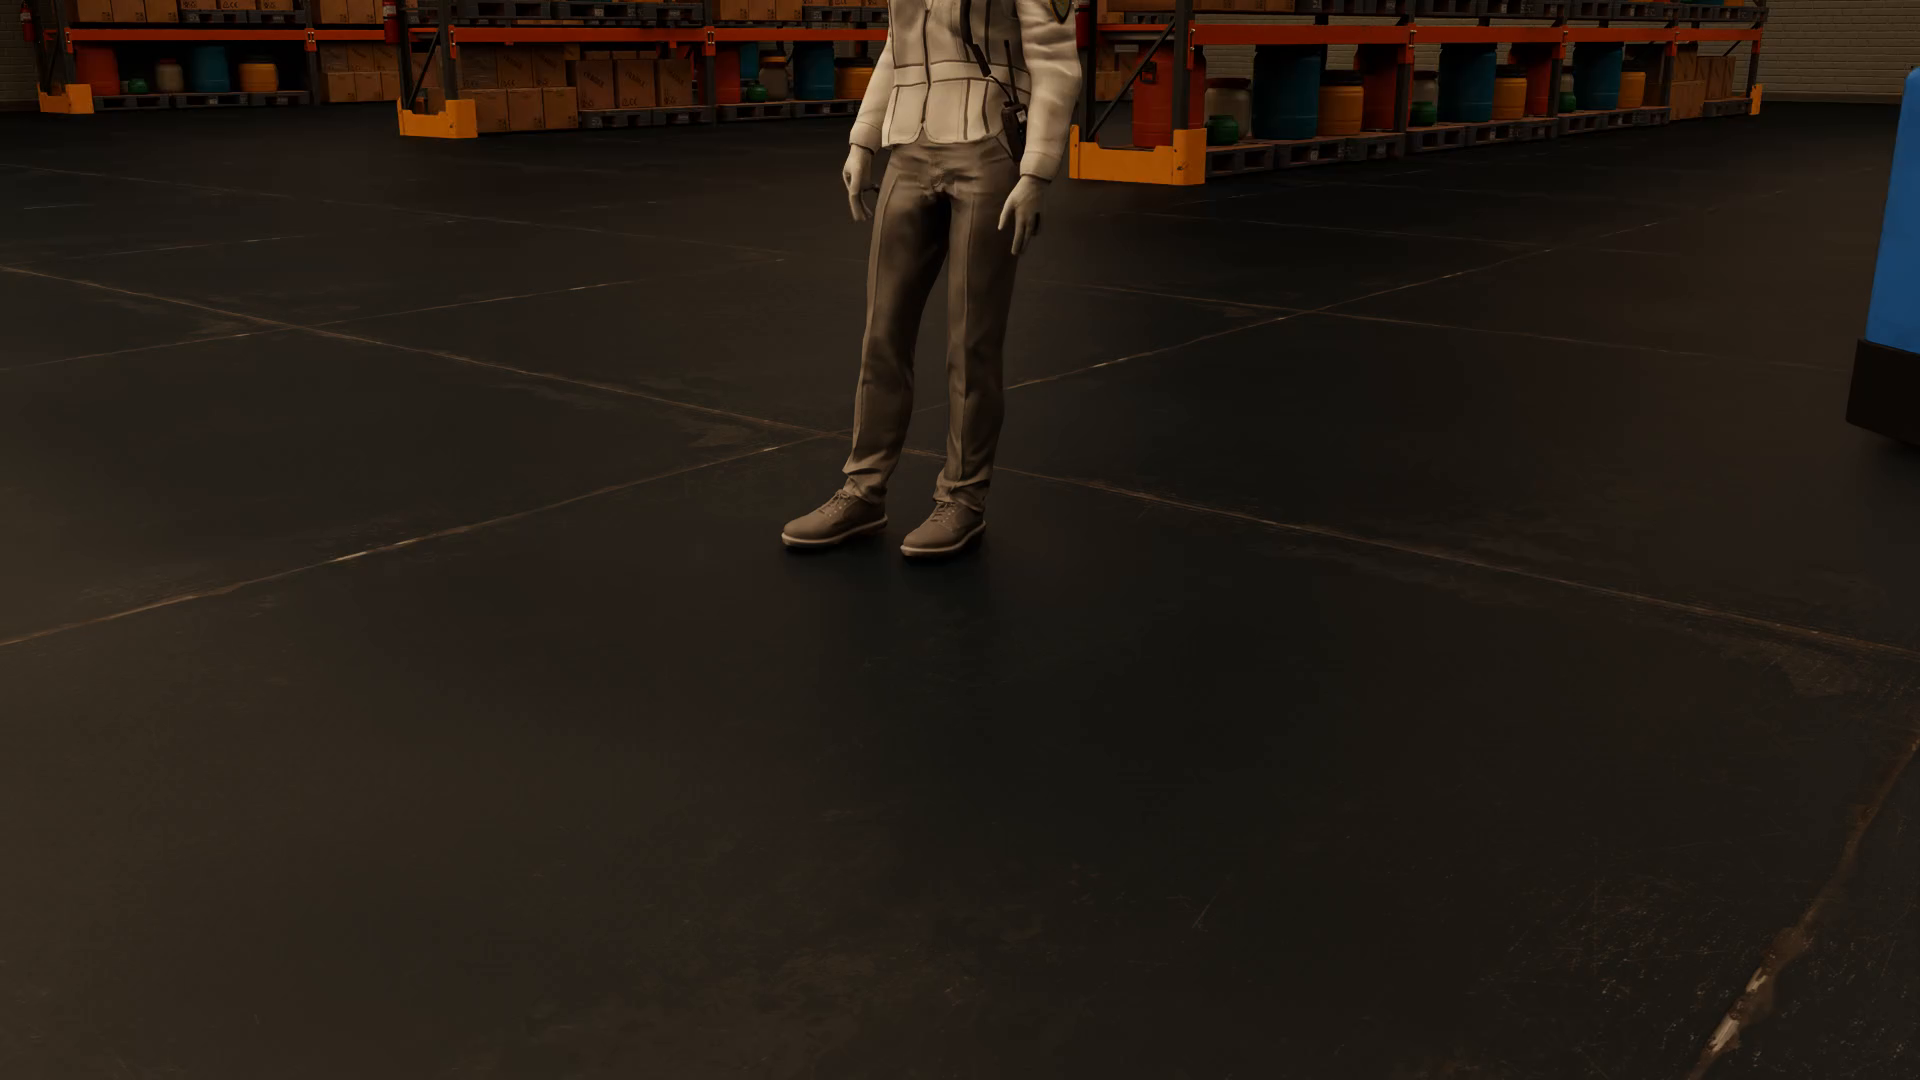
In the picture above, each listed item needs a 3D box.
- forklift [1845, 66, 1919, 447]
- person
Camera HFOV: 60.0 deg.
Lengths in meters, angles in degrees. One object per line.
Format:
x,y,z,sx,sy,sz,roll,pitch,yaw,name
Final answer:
4.132,-1.617,4.221,3.031,2.935,1.130,-3,17,-9,forklift
-0.049,-0.804,3.648,0.586,1.694,0.531,13,21,37,person
